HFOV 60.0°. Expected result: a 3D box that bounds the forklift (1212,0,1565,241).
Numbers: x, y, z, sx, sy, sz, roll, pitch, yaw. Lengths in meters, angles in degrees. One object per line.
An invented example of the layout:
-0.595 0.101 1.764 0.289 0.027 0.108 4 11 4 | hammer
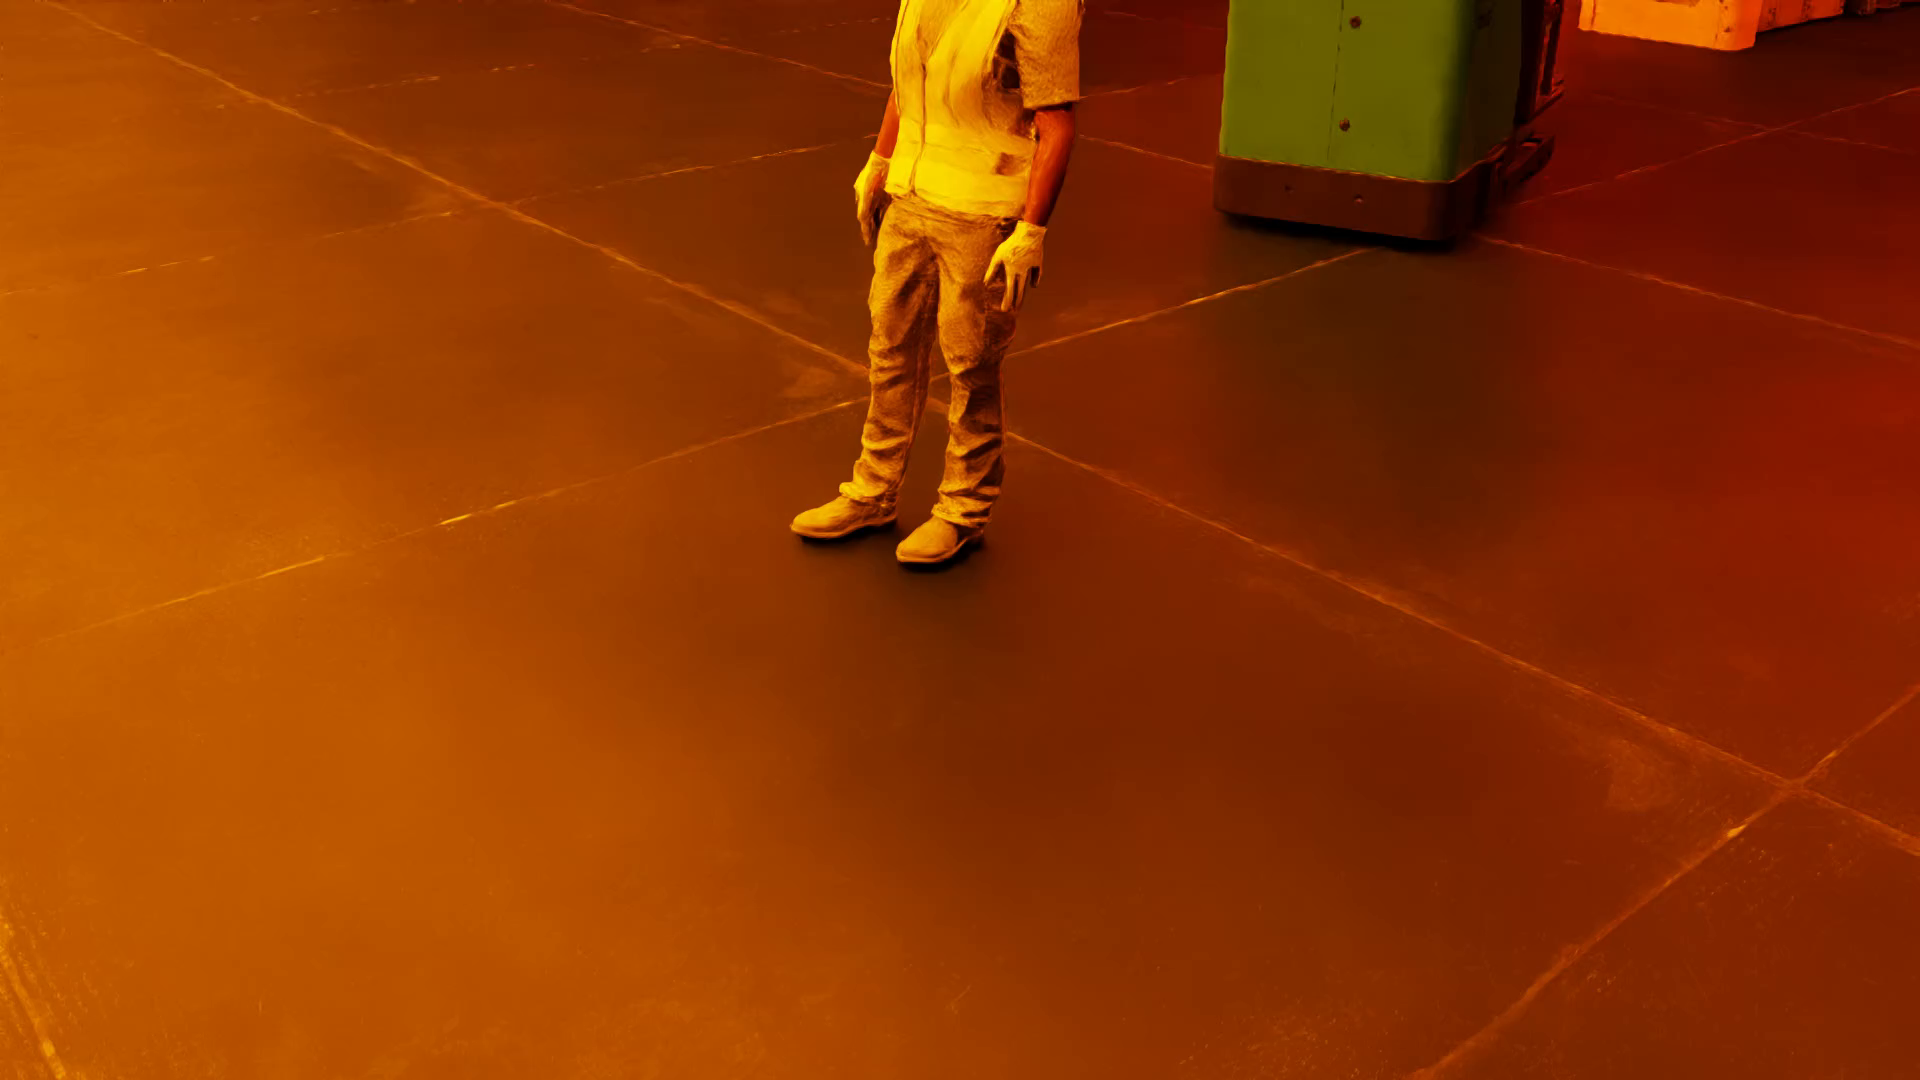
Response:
2.274 -3.159 7.572 1.130 2.935 3.031 14 30 26 | forklift

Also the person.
-0.060 -0.787 4.066 0.576 1.782 0.655 -20 33 -35 | person
